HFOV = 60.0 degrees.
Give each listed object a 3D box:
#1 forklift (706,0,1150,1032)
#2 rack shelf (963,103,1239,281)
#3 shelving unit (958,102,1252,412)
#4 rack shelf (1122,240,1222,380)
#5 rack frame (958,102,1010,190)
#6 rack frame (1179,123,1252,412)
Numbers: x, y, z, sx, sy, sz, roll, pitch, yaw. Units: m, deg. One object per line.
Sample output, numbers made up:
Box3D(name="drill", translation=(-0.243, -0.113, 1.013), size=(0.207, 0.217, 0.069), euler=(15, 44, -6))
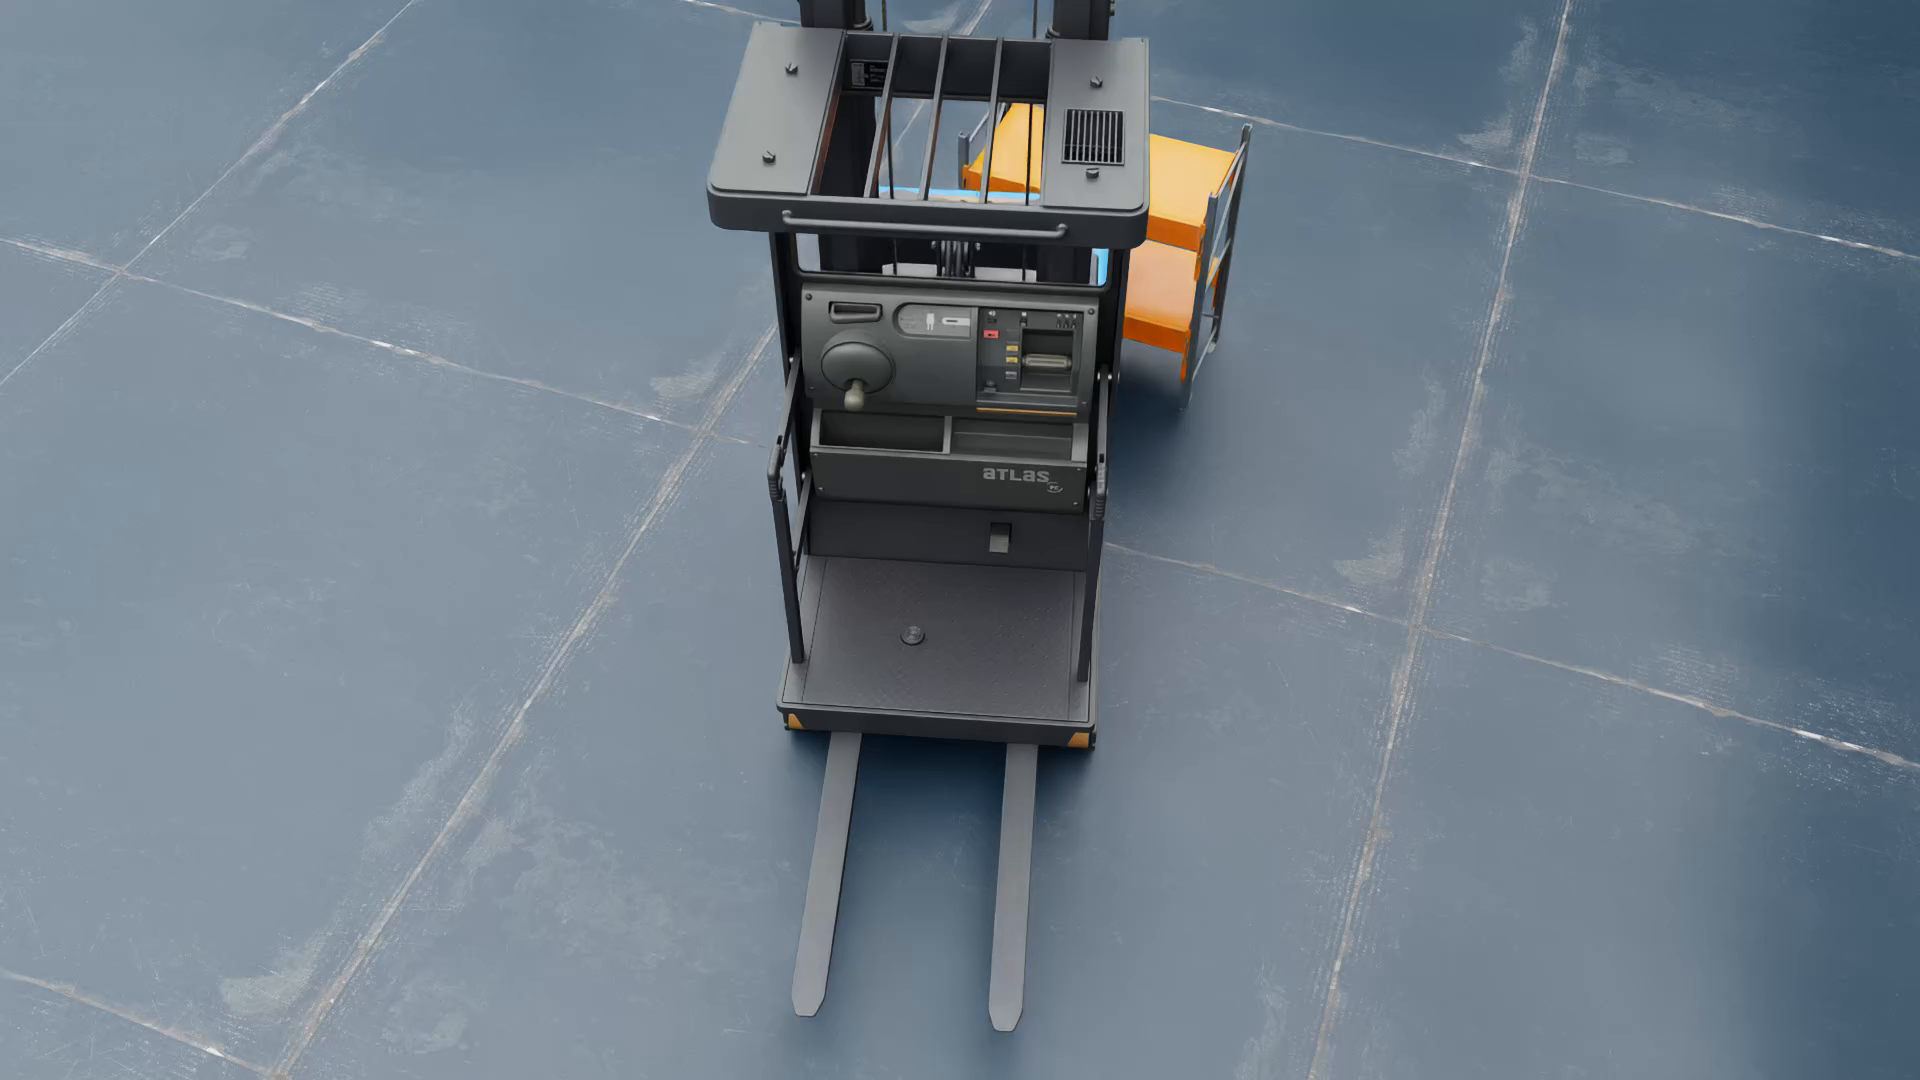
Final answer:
Box3D(name="forklift", translation=(-0.050, -0.486, 5.098), size=(1.130, 2.935, 3.031), euler=(3, 49, 3))
Box3D(name="rack shelf", translation=(0.572, -1.432, 6.726), size=(1.000, 0.278, 0.538), euler=(17, 51, 14))
Box3D(name="shelving unit", translation=(0.572, -1.240, 6.947), size=(1.048, 1.125, 0.538), euler=(17, 51, 14))
Box3D(name="rack shelf", translation=(0.572, -1.080, 7.132), size=(1.000, 0.278, 0.538), euler=(17, 51, 14))
Box3D(name="rack frame", translation=(0.102, -1.385, 7.073), size=(0.032, 1.125, 0.500), euler=(17, 51, 14))
Box3D(name="rack frame", translation=(1.043, -1.094, 6.821), size=(0.032, 1.125, 0.500), euler=(17, 51, 14))
